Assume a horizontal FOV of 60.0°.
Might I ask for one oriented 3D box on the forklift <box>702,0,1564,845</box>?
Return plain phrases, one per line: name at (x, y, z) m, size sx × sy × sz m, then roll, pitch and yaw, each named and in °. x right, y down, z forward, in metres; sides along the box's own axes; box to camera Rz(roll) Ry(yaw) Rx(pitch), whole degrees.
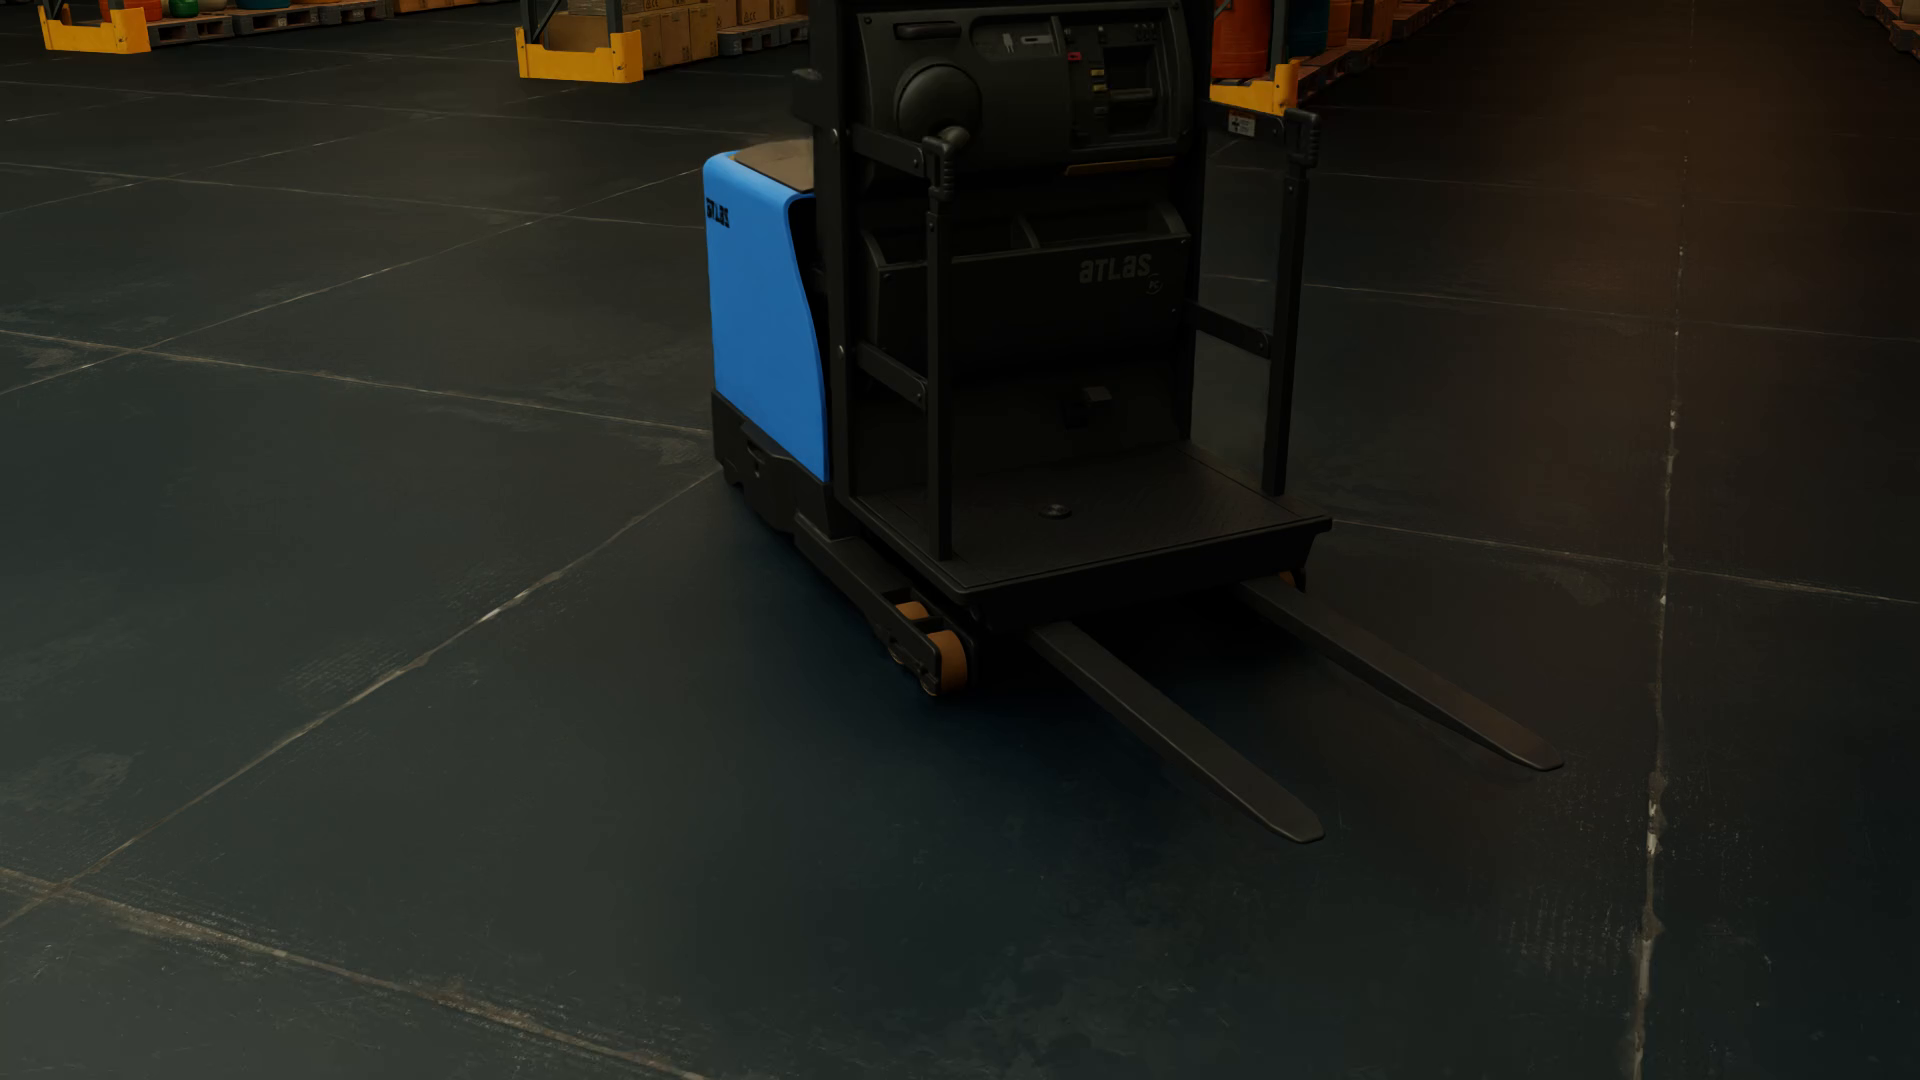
forklift at (0.278, -1.154, 4.054) m, size 1.130 × 2.935 × 3.031 m, roll -11°, pitch 25°, yaw -24°
